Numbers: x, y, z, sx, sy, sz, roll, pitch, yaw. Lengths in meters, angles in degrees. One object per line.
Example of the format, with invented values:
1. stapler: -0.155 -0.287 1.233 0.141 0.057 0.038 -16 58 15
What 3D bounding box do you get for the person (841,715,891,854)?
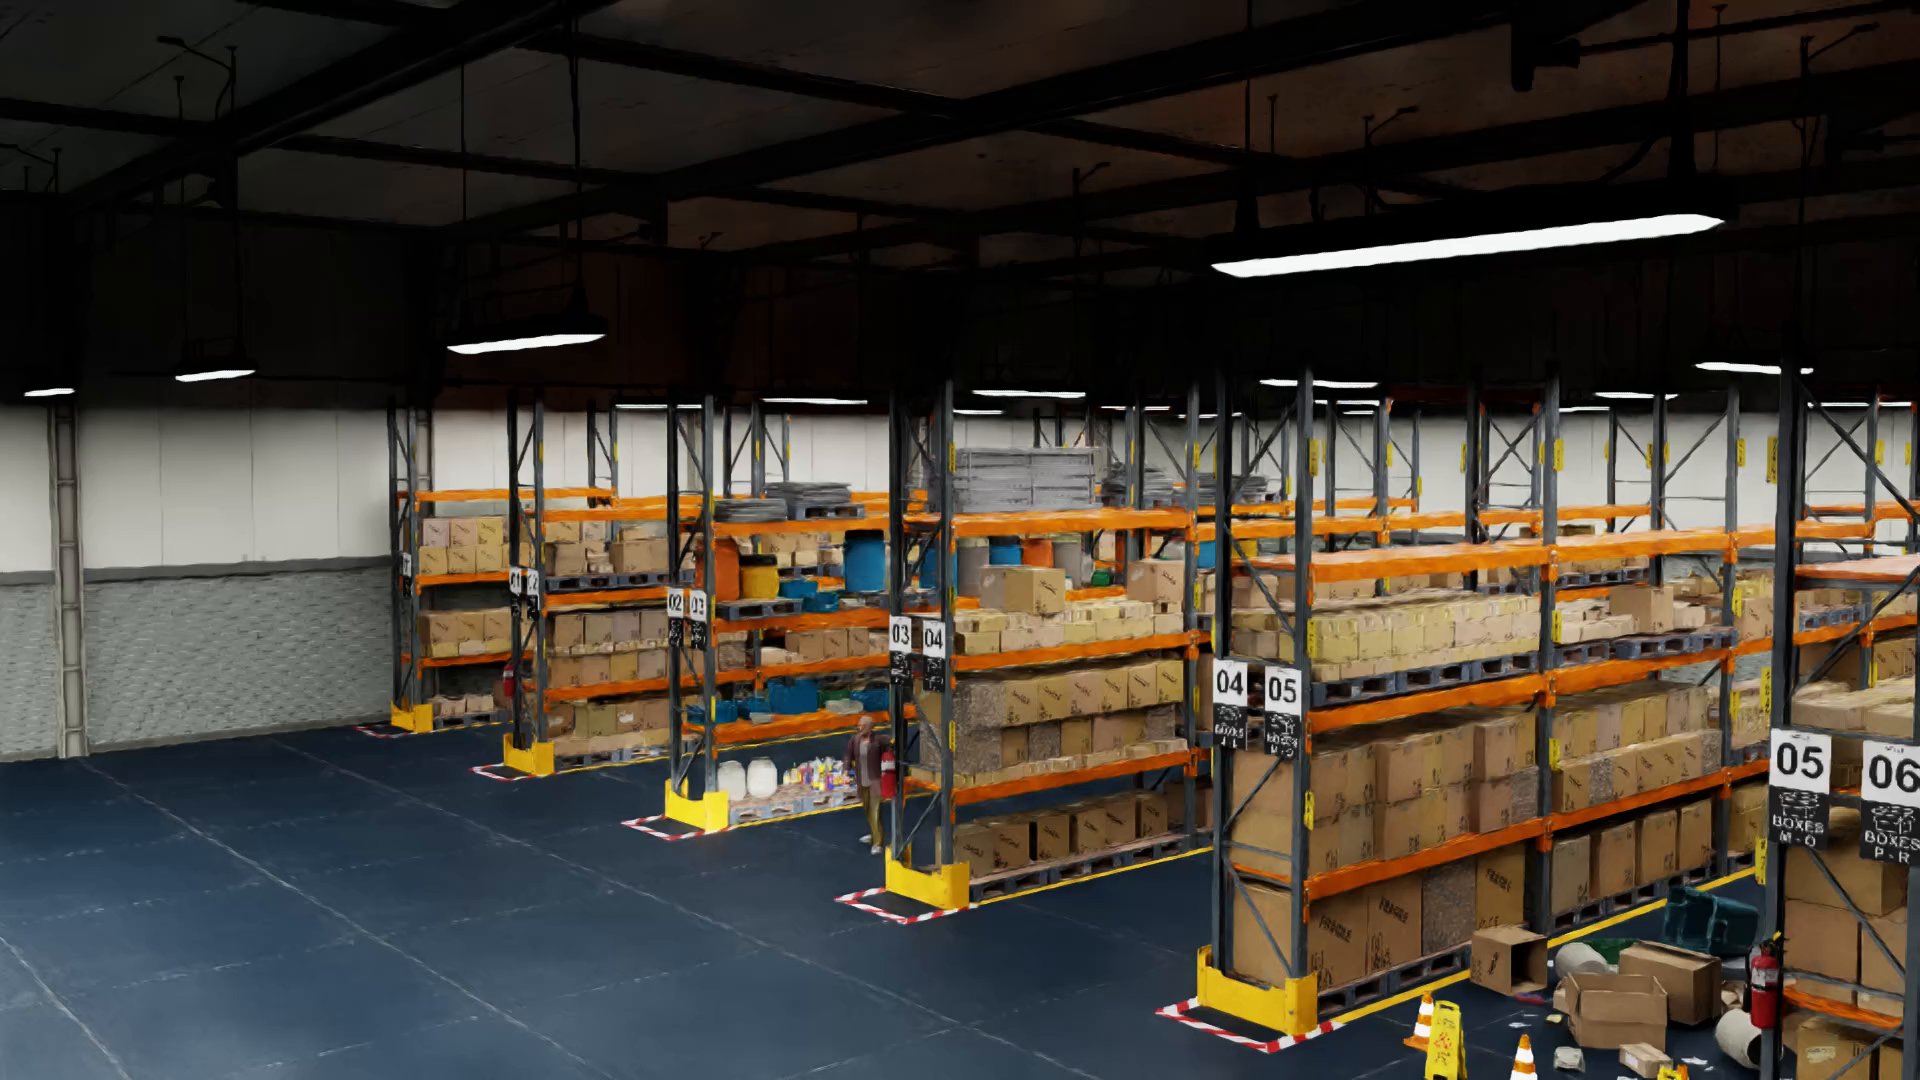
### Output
1. person: -1.116 3.068 21.139 0.726 1.700 0.885 2 4 32
